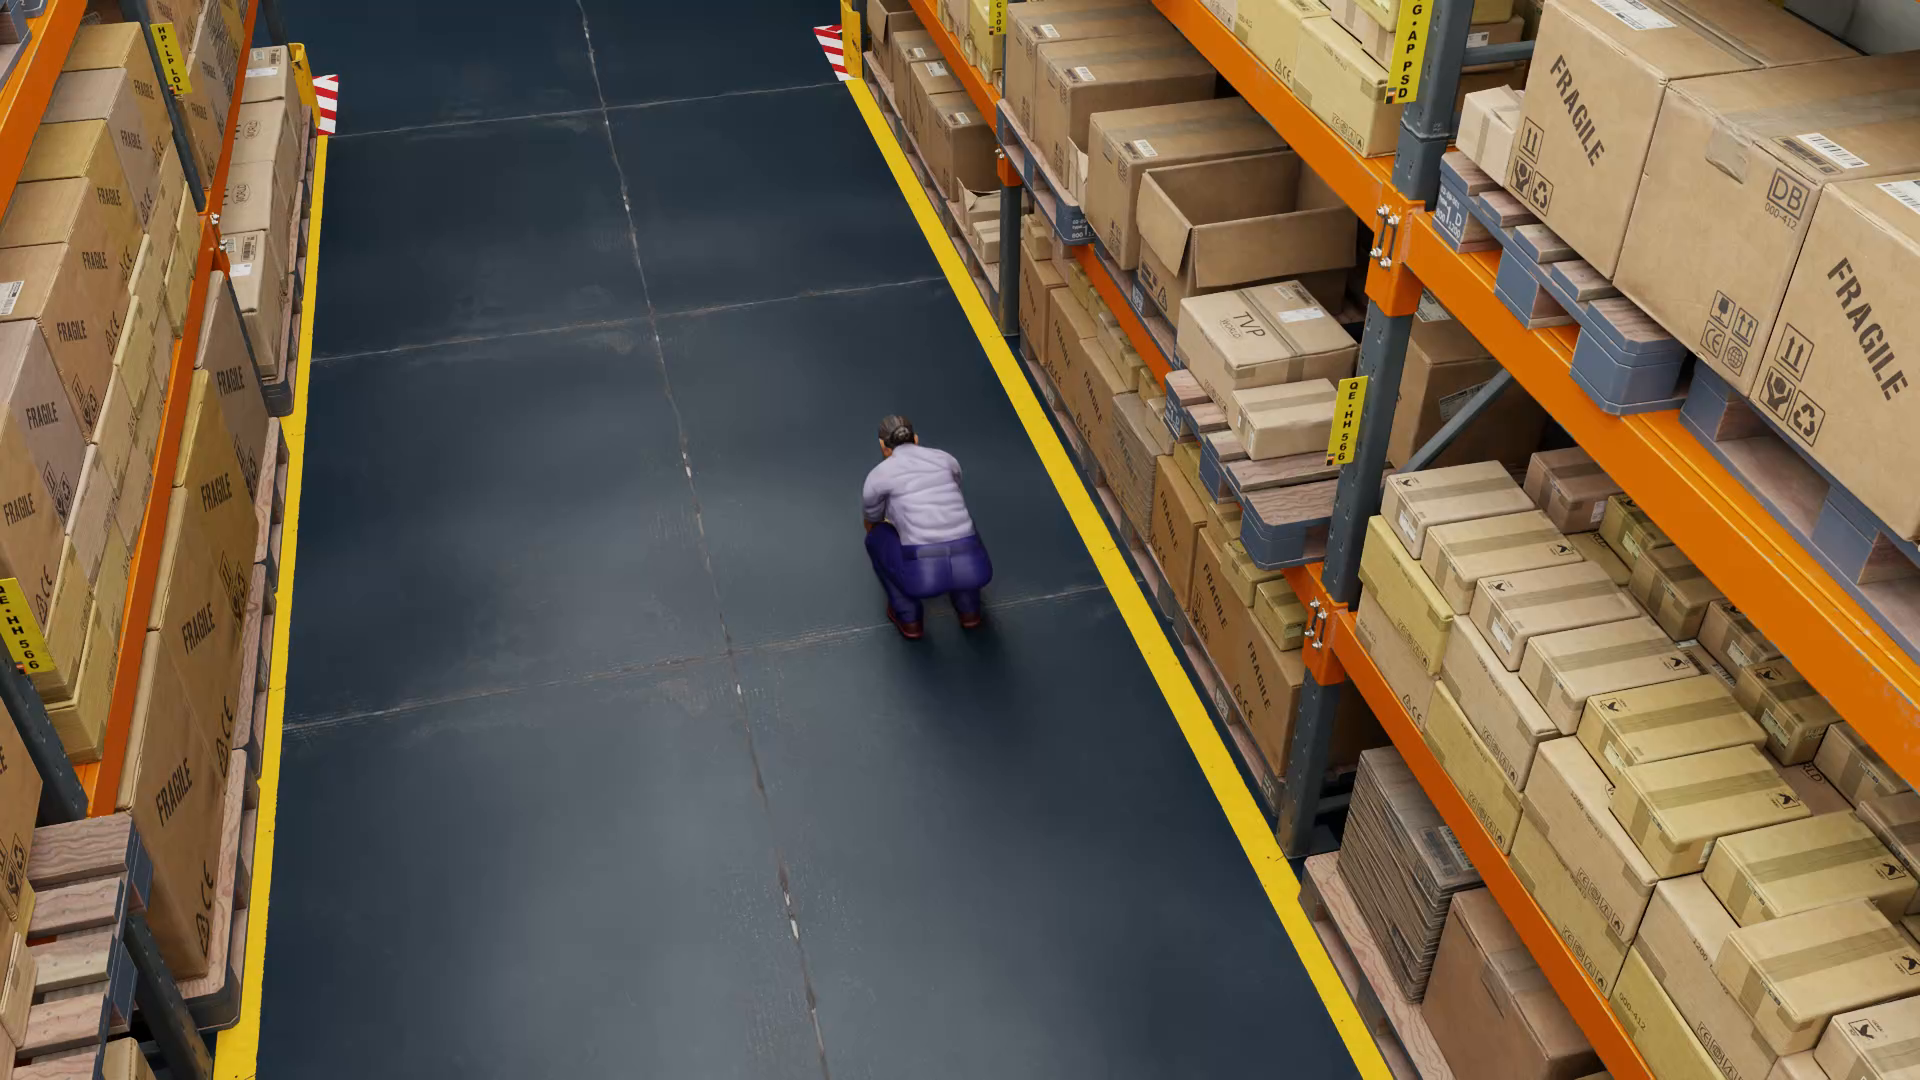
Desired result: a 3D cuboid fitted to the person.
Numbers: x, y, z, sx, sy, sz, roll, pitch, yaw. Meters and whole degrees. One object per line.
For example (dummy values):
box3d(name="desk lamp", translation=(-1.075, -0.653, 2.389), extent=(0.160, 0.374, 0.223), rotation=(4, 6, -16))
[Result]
box3d(name="person", translation=(-0.161, -0.055, 7.531), extent=(0.496, 0.764, 0.835), rotation=(-11, 40, -13))
